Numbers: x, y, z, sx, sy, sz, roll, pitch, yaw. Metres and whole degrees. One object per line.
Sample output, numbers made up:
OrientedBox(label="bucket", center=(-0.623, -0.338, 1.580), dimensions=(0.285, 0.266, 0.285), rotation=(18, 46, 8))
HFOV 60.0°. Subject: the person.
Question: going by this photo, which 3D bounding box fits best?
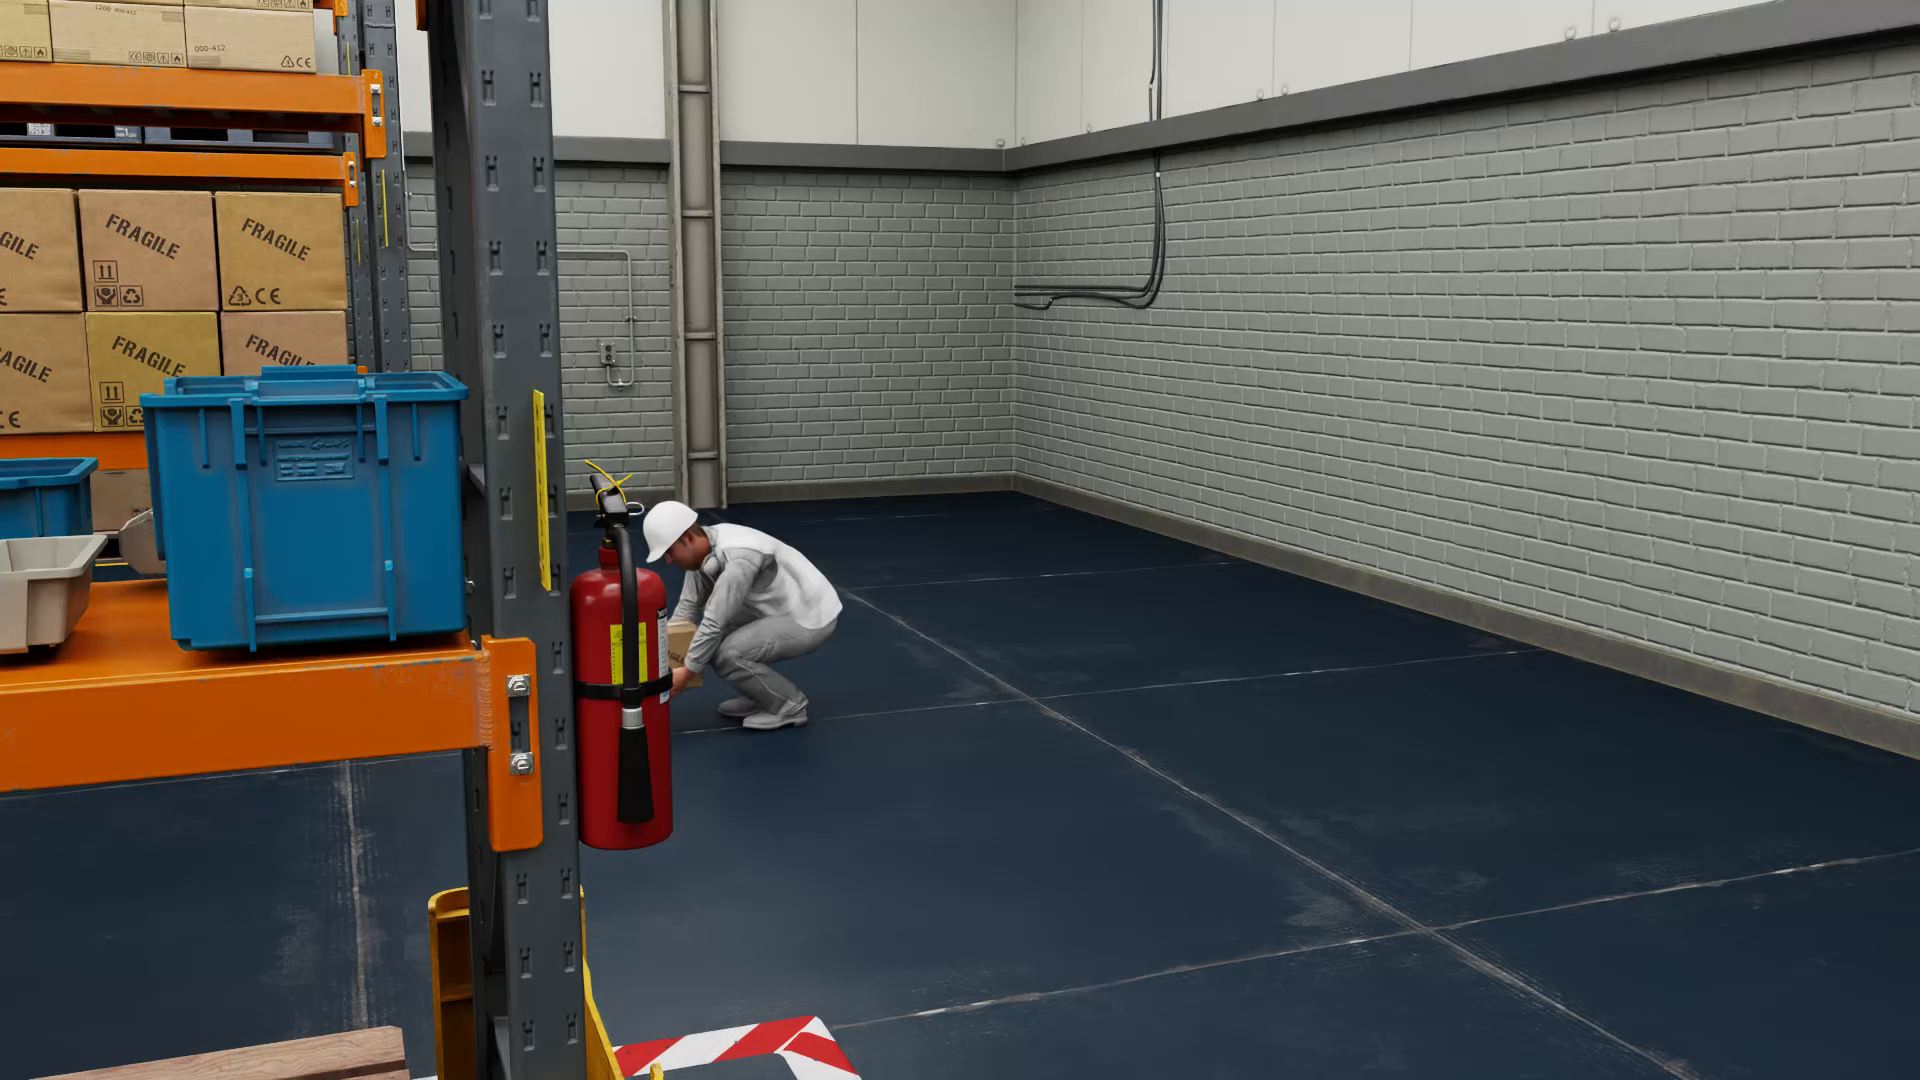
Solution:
OrientedBox(label="person", center=(-0.949, 0.311, 7.269), dimensions=(0.862, 1.013, 0.532), rotation=(-3, 9, -21))
